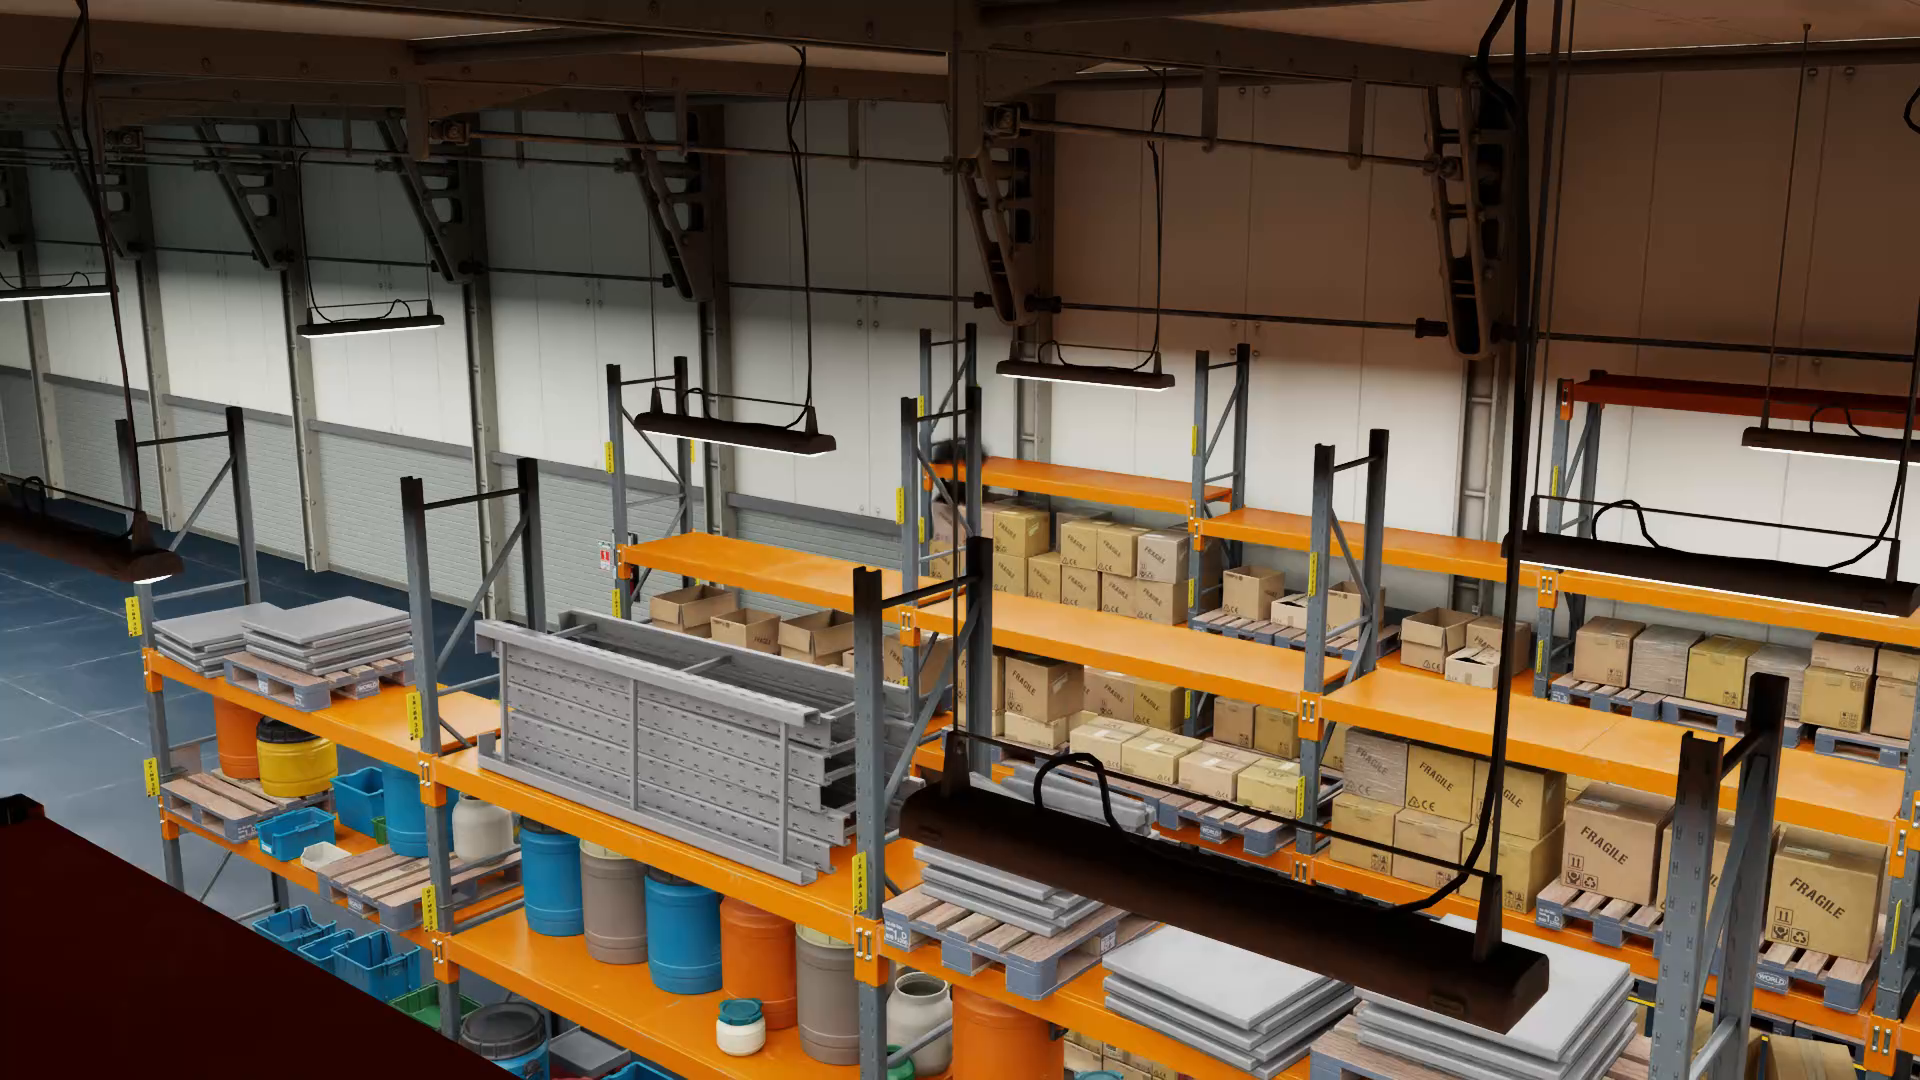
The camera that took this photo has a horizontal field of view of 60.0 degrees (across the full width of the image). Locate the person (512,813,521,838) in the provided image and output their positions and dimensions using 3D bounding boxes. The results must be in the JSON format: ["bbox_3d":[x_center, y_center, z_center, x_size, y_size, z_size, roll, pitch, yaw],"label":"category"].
[{"bbox_3d":[-5.555,2.830,19.436,0.872,1.759,0.700,-7,14,-28],"label":"person"}]
